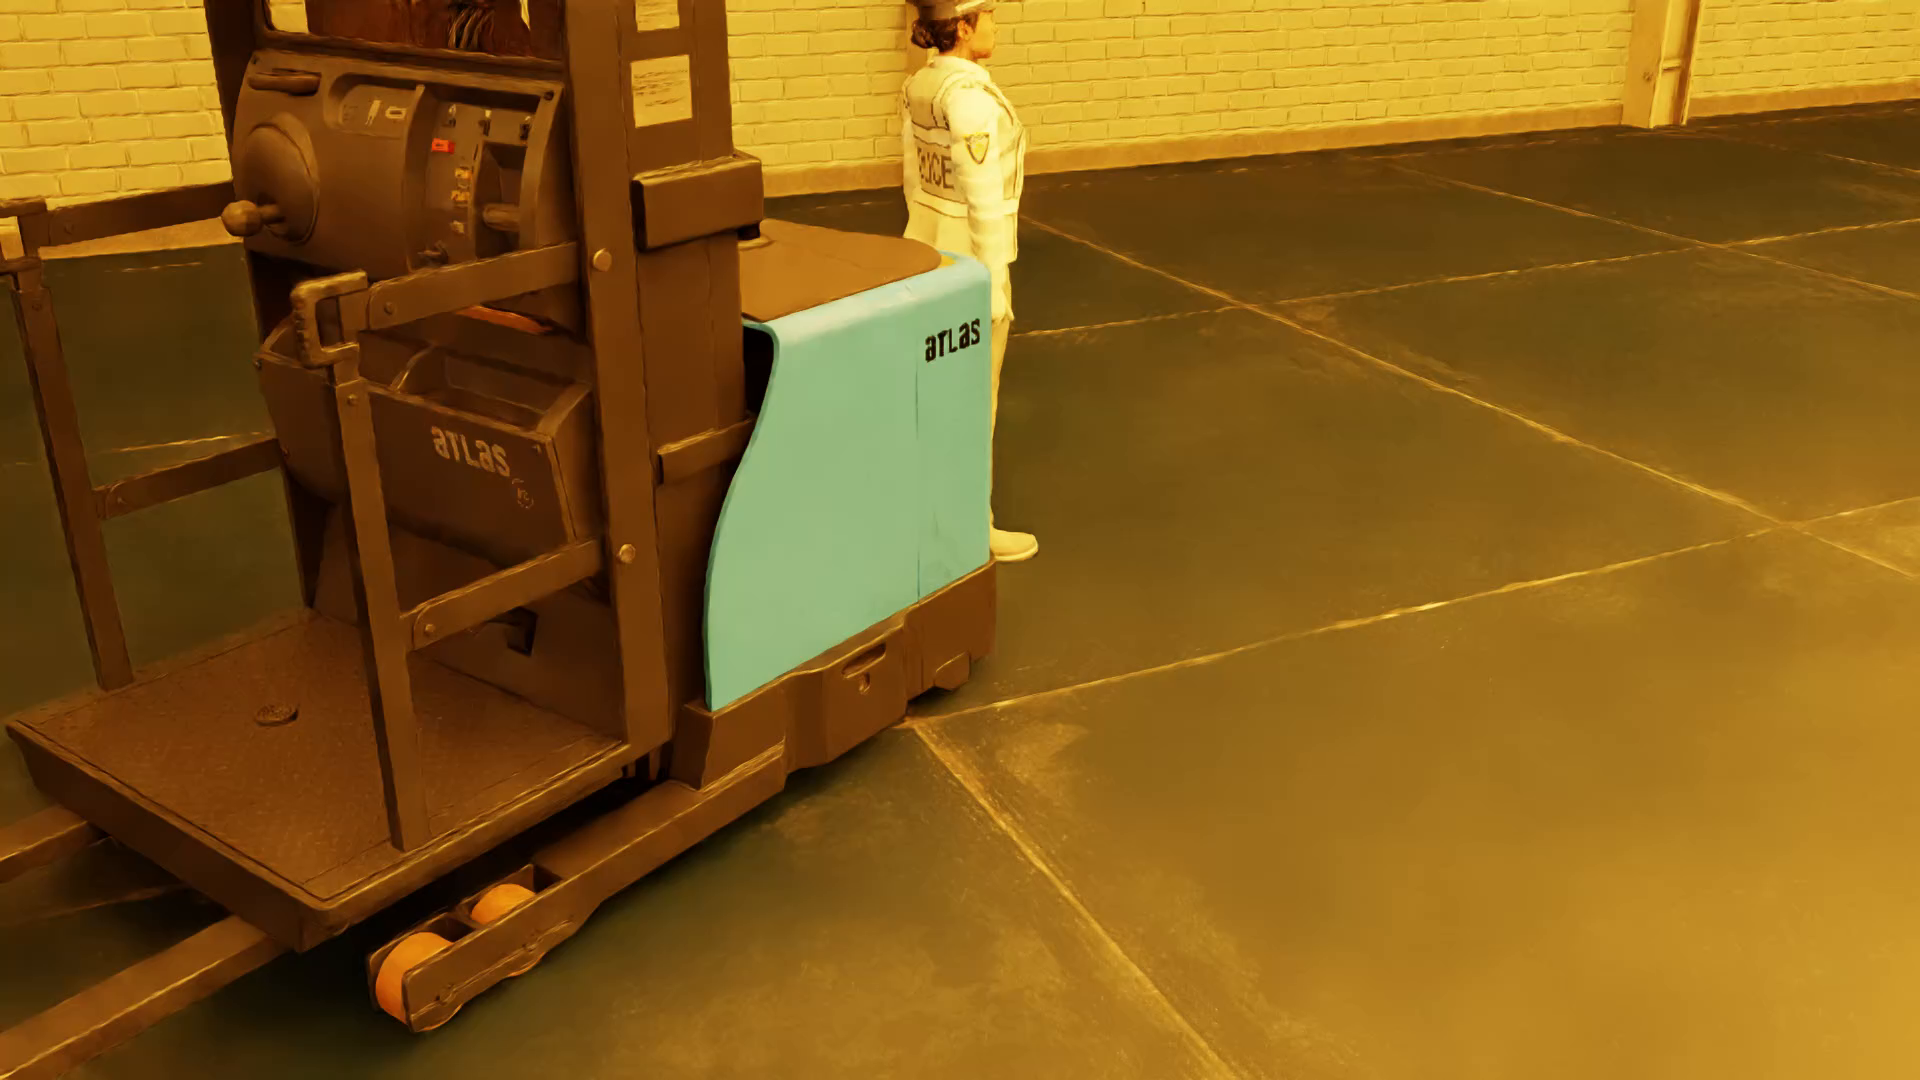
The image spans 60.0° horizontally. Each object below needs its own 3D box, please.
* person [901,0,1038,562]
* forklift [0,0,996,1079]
[{"bbox_3d":[0.013,-0.782,4.790,0.337,1.692,0.463,-10,25,-23],"label":"person"},{"bbox_3d":[-1.192,-0.687,2.941,1.130,2.935,3.031,16,27,34],"label":"forklift"}]
